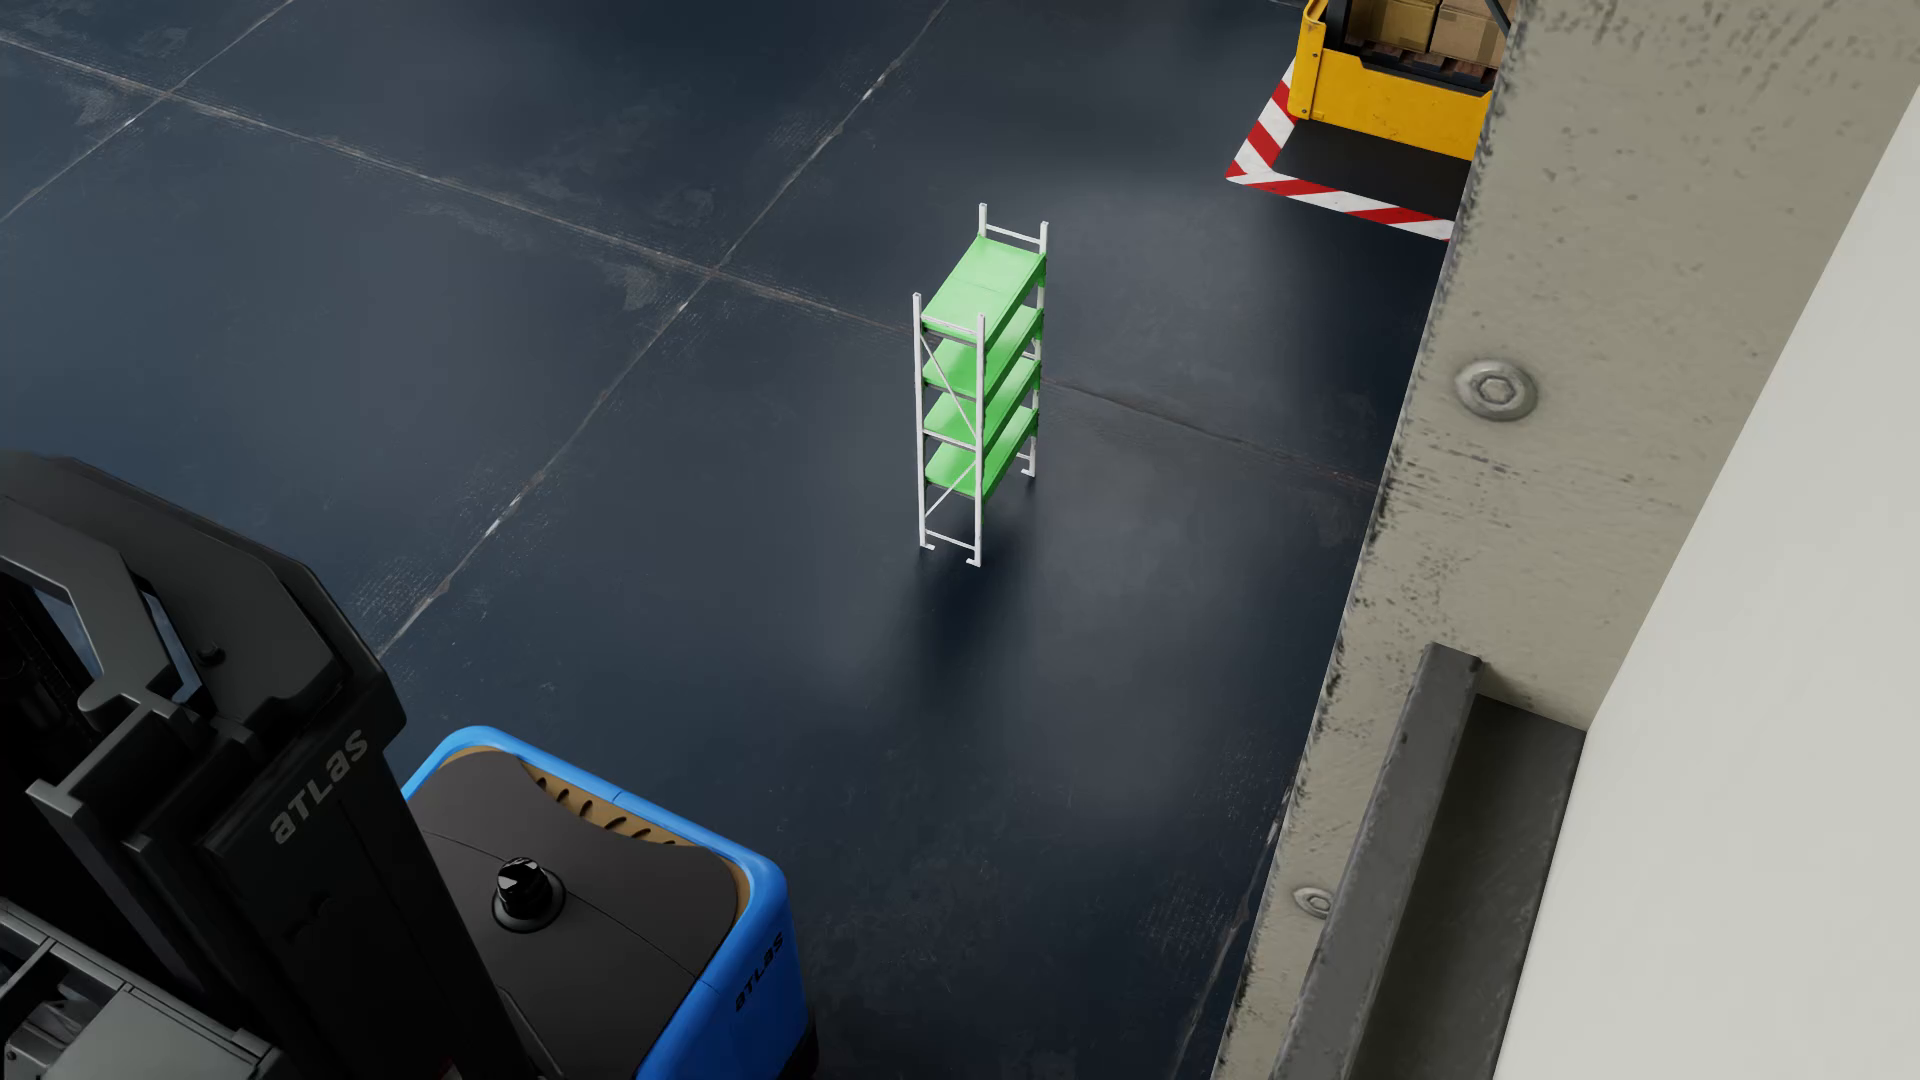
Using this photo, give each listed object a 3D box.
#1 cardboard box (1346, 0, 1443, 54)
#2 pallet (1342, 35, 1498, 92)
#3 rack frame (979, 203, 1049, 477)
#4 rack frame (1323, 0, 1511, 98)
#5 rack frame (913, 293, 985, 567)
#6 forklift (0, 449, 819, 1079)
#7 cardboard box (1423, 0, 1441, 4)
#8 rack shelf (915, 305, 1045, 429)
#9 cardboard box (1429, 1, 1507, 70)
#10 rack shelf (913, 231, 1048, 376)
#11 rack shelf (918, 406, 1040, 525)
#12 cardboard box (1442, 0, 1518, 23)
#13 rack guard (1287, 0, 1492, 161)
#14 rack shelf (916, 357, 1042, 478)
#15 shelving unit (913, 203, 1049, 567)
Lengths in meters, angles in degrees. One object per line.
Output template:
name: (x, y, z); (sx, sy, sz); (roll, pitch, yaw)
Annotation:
cardboard box: (2.039, -2.585, 7.839); (0.500, 0.250, 0.500); (20, 53, 16)
pallet: (2.412, -2.551, 8.111); (1.003, 0.211, 1.213); (20, 52, 16)
rack frame: (0.175, -0.671, 5.862); (0.240, 1.200, 0.015); (20, 52, 16)
rack frame: (2.123, -2.914, 6.589); (1.000, 3.000, 0.127); (20, 52, 16)
rack frame: (-0.034, -0.335, 5.576); (0.240, 1.200, 0.015); (20, 52, 16)
forklift: (-1.527, 1.368, 2.990); (1.130, 2.935, 3.031); (22, 53, 17)
cardboard box: (2.049, -2.758, 7.658); (0.500, 0.250, 0.500); (19, 52, 16)
rack shelf: (0.071, -0.617, 5.585); (0.258, 0.148, 0.480); (20, 52, 16)
cardboard box: (2.510, -2.434, 7.710); (0.500, 0.250, 0.500); (20, 52, 16)
rack shelf: (0.071, -0.772, 5.402); (0.258, 0.148, 0.480); (20, 52, 16)
rack shelf: (0.071, -0.306, 5.951); (0.258, 0.148, 0.480); (20, 52, 16)
cardboard box: (2.512, -2.577, 7.504); (0.500, 0.250, 0.500); (21, 53, 17)
rack guard: (2.113, -2.087, 7.527); (1.175, 0.500, 0.348); (20, 52, 16)
rack shelf: (0.071, -0.461, 5.768); (0.258, 0.148, 0.480); (20, 52, 16)
shelving unit: (0.071, -0.503, 5.719); (0.258, 1.200, 0.503); (20, 52, 16)
